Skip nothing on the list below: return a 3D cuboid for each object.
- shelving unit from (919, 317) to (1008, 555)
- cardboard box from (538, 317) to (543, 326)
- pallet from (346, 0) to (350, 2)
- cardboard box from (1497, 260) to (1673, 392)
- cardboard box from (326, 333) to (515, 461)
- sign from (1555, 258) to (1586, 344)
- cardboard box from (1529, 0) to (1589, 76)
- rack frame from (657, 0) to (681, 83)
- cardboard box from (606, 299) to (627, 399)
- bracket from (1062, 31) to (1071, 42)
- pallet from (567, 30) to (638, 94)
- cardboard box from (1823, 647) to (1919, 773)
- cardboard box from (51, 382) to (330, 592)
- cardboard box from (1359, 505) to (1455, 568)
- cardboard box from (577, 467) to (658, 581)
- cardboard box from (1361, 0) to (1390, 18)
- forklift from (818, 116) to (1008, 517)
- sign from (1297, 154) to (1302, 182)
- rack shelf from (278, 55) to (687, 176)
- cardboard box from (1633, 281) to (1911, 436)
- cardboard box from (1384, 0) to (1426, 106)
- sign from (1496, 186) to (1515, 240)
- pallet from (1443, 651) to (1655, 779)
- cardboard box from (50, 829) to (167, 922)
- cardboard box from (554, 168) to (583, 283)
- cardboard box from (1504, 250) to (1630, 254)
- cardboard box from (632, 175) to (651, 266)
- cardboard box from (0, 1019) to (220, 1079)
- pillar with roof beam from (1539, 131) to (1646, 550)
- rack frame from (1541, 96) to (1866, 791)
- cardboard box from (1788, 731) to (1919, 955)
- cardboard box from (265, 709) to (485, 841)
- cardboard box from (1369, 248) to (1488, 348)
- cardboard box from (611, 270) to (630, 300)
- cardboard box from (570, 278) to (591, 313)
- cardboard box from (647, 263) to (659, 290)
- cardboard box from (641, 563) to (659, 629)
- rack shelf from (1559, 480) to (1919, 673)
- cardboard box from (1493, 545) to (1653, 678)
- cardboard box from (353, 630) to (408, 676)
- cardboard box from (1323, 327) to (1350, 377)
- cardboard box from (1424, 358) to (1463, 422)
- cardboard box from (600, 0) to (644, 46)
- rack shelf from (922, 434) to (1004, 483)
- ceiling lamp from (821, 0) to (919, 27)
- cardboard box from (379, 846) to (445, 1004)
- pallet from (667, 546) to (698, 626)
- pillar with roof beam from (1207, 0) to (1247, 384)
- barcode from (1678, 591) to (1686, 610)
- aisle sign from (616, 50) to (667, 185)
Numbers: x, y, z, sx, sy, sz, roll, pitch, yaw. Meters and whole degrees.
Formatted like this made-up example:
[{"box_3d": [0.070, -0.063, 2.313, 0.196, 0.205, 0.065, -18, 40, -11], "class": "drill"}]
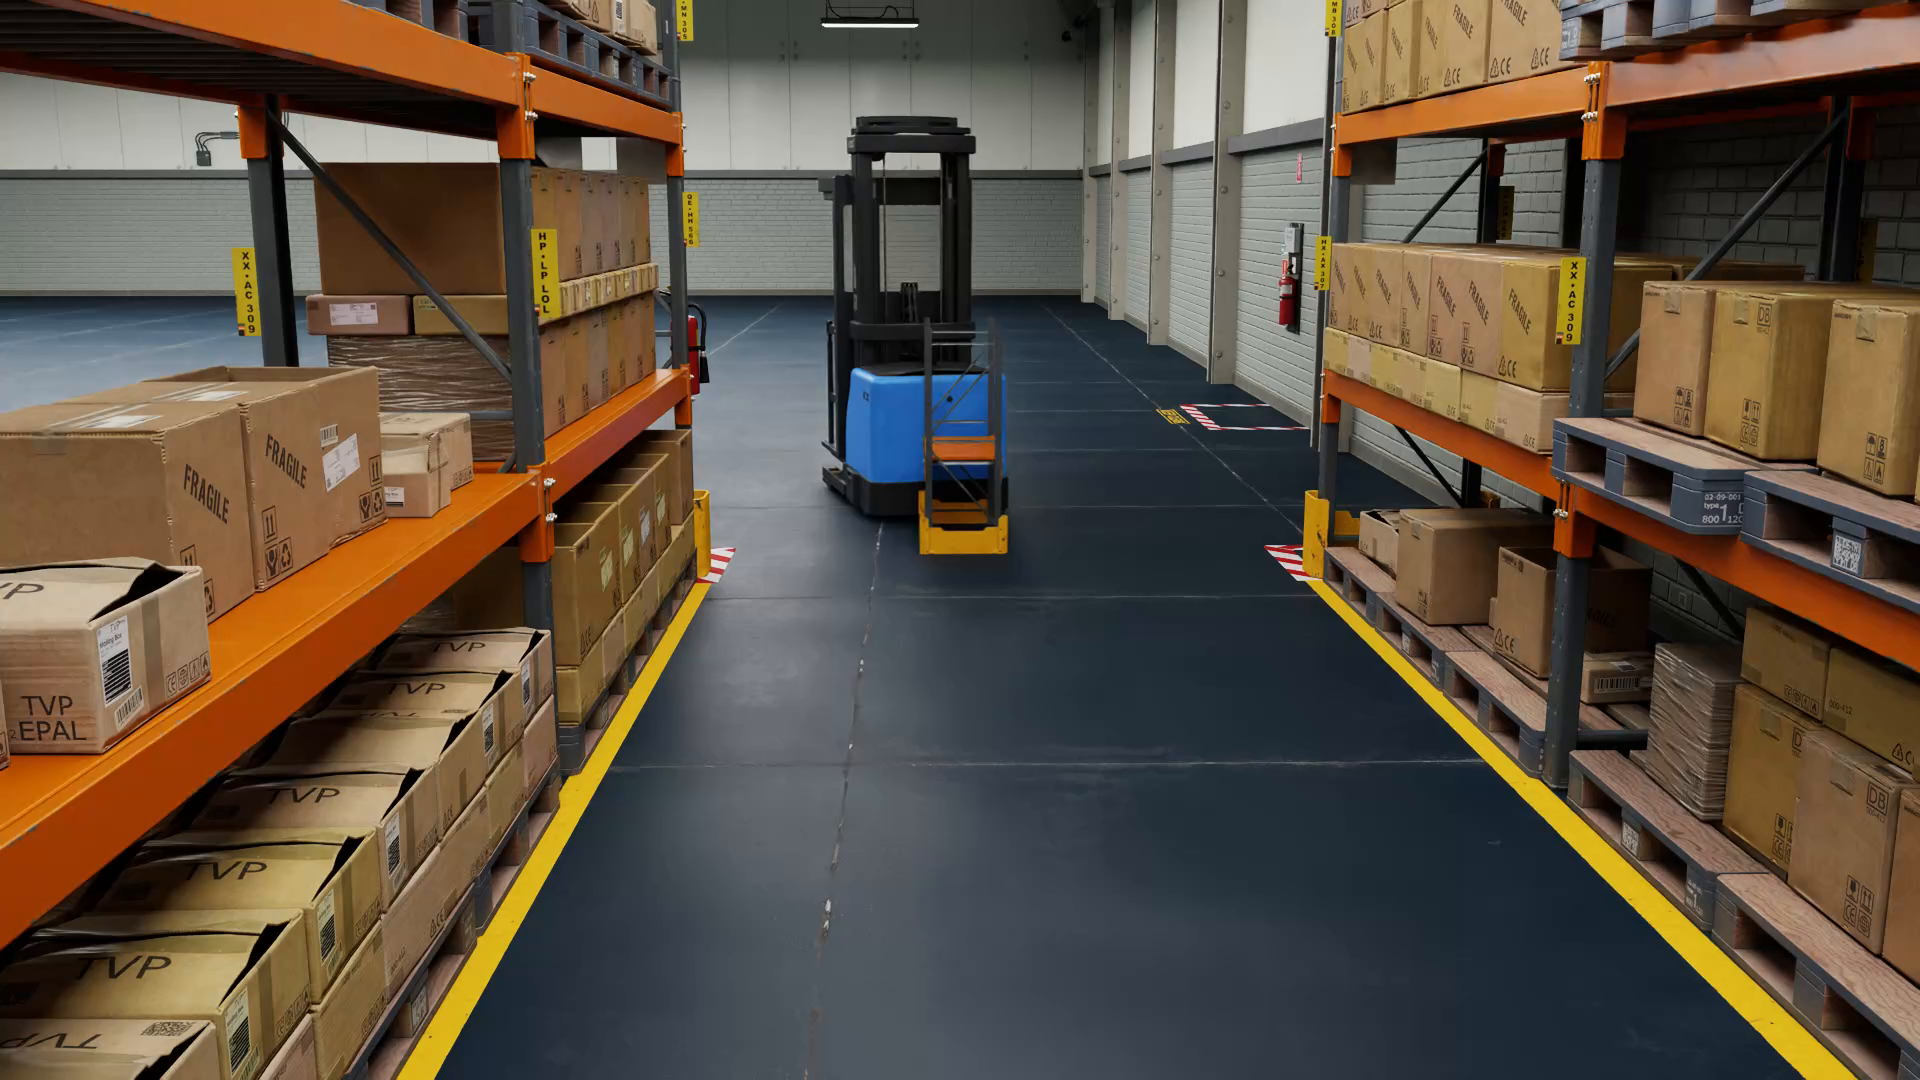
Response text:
[{"box_3d": [0.008, -0.745, 11.458, 0.587, 1.500, 1.083, 0, 11, -2], "class": "shelving unit"}, {"box_3d": [-1.911, -0.934, 6.737, 0.380, 0.149, 0.250, 0, 11, 0], "class": "cardboard box"}, {"box_3d": [-2.140, -1.403, 3.859, 1.003, 0.211, 1.213, 0, 11, 1], "class": "pallet"}, {"box_3d": [2.540, -0.881, 6.798, 0.500, 0.500, 0.500, 0, 11, -1], "class": "cardboard box"}, {"box_3d": [-2.109, -0.601, 6.723, 0.700, 0.500, 0.500, -1, 11, -3], "class": "cardboard box"}, {"box_3d": [2.317, -0.905, 6.298, 0.100, 0.325, 0.005, 0, 11, -1], "class": "sign"}, {"box_3d": [2.602, -2.113, 6.585, 0.500, 0.500, 0.500, 0, 11, 0], "class": "cardboard box"}, {"box_3d": [-2.176, -4.199, 9.621, 1.000, 3.000, 0.127, 0, 11, -1], "class": "rack frame"}, {"box_3d": [-2.159, -1.012, 8.749, 0.700, 0.500, 0.500, 0, 11, -1], "class": "cardboard box"}, {"box_3d": [2.624, -12.364, 40.816, 0.235, 0.232, 0.430, 0, 11, -1], "class": "bracket"}, {"box_3d": [-2.159, -2.301, 8.037, 1.003, 0.211, 1.213, 0, 11, -1], "class": "pallet"}, {"box_3d": [2.918, 0.495, 4.871, 0.500, 0.250, 0.500, -1, 11, -3], "class": "cardboard box"}, {"box_3d": [-2.072, -0.155, 4.529, 0.500, 0.500, 0.500, 0, 11, -1], "class": "cardboard box"}, {"box_3d": [2.701, -0.040, 9.866, 0.500, 0.311, 0.500, -2, 12, -8], "class": "cardboard box"}, {"box_3d": [-1.823, -0.081, 8.386, 0.500, 0.500, 0.500, 0, 11, -1], "class": "cardboard box"}, {"box_3d": [2.502, -3.121, 9.037, 0.500, 0.500, 0.500, 0, 11, -2], "class": "cardboard box"}, {"box_3d": [-0.510, -1.853, 13.320, 1.130, 2.935, 3.031, -3, 12, -14], "class": "forklift"}, {"box_3d": [3.618, -3.966, 17.734, 0.001, 0.298, 0.199, 0, 11, -1], "class": "sign"}, {"box_3d": [-2.135, -1.978, 8.032, 1.077, 0.370, 4.000, 0, 11, -1], "class": "rack shelf"}, {"box_3d": [2.836, -0.648, 5.850, 0.700, 0.500, 0.500, 0, 11, -1], "class": "cardboard box"}, {"box_3d": [2.524, -2.531, 8.643, 0.500, 0.500, 0.500, 0, 11, 1], "class": "cardboard box"}, {"box_3d": [3.332, -2.000, 10.167, 0.100, 0.325, 0.005, 0, 11, -1], "class": "sign"}, {"box_3d": [2.810, 0.749, 7.337, 1.003, 0.211, 1.213, 0, 11, -1], "class": "pallet"}, {"box_3d": [-2.293, 0.892, 4.067, 0.500, 0.311, 0.500, 0, 11, -2], "class": "cardboard box"}, {"box_3d": [-2.130, -1.436, 7.580, 0.700, 0.500, 0.500, 0, 11, -1], "class": "cardboard box"}, {"box_3d": [3.025, -1.188, 8.309, 0.500, 0.500, 0.500, 0, 11, 0], "class": "cardboard box"}, {"box_3d": [-2.178, -1.840, 9.569, 0.700, 0.500, 0.500, 0, 11, -1], "class": "cardboard box"}, {"box_3d": [-1.728, 1.093, 3.074, 0.500, 0.311, 0.500, 0, 11, 1], "class": "cardboard box"}, {"box_3d": [-0.648, -4.066, 8.970, 9.100, 9.000, 0.400, 0, 11, -1], "class": "pillar with roof beam"}, {"box_3d": [2.859, -0.484, 6.403, 1.000, 3.000, 0.127, 0, 11, -1], "class": "rack frame"}, {"box_3d": [2.922, 0.875, 4.880, 0.700, 0.500, 0.500, 0, 11, -1], "class": "cardboard box"}, {"box_3d": [-1.773, 0.686, 5.085, 0.500, 0.311, 0.500, 0, 11, -1], "class": "cardboard box"}, {"box_3d": [2.491, -1.286, 8.796, 0.500, 0.500, 0.500, -1, 11, -3], "class": "cardboard box"}, {"box_3d": [-1.957, -1.345, 8.762, 0.380, 0.149, 0.250, 0, 11, 1], "class": "cardboard box"}, {"box_3d": [-1.936, -1.141, 7.754, 0.380, 0.149, 0.250, -1, 11, -3], "class": "cardboard box"}, {"box_3d": [-1.978, -1.550, 9.773, 0.380, 0.149, 0.250, 0, 11, -2], "class": "cardboard box"}, {"box_3d": [-1.826, 0.287, 8.461, 0.500, 0.250, 0.500, 0, 11, -1], "class": "cardboard box"}, {"box_3d": [2.901, 0.266, 4.514, 1.077, 0.370, 4.000, 0, 11, -1], "class": "rack shelf"}, {"box_3d": [2.798, 0.319, 7.624, 0.500, 0.500, 0.500, -1, 12, -5], "class": "cardboard box"}, {"box_3d": [-2.334, 0.487, 6.064, 0.500, 0.311, 0.500, 0, 11, -1], "class": "cardboard box"}, {"box_3d": [2.469, -1.118, 9.850, 0.500, 0.250, 0.500, -1, 11, -3], "class": "cardboard box"}, {"box_3d": [2.519, -0.713, 7.854, 0.500, 0.250, 0.500, 0, 11, -1], "class": "cardboard box"}, {"box_3d": [-1.877, -2.621, 8.205, 0.500, 0.311, 0.500, 1, 12, 6], "class": "cardboard box"}, {"box_3d": [0.008, -0.570, 11.503, 0.538, 0.185, 1.000, 0, 11, -2], "class": "rack shelf"}, {"box_3d": [-1.844, -12.120, 33.985, 2.000, 3.185, 0.800, 0, 11, -1], "class": "ceiling lamp"}, {"box_3d": [-1.766, 1.063, 4.634, 0.500, 0.250, 0.500, 0, 11, 0], "class": "cardboard box"}, {"box_3d": [-2.118, 0.260, 9.747, 1.003, 0.211, 1.213, 0, 11, -1], "class": "pallet"}, {"box_3d": [-0.896, -6.452, 20.728, 9.100, 9.000, 0.400, 0, 11, -1], "class": "pillar with roof beam"}, {"box_3d": [3.088, 0.260, 7.110, 0.001, 0.075, 0.075, 0, 11, -1], "class": "barcode"}, {"box_3d": [-1.884, -2.547, 10.030, 0.394, 0.787, 0.004, 0, 11, -1], "class": "aisle sign"}]
